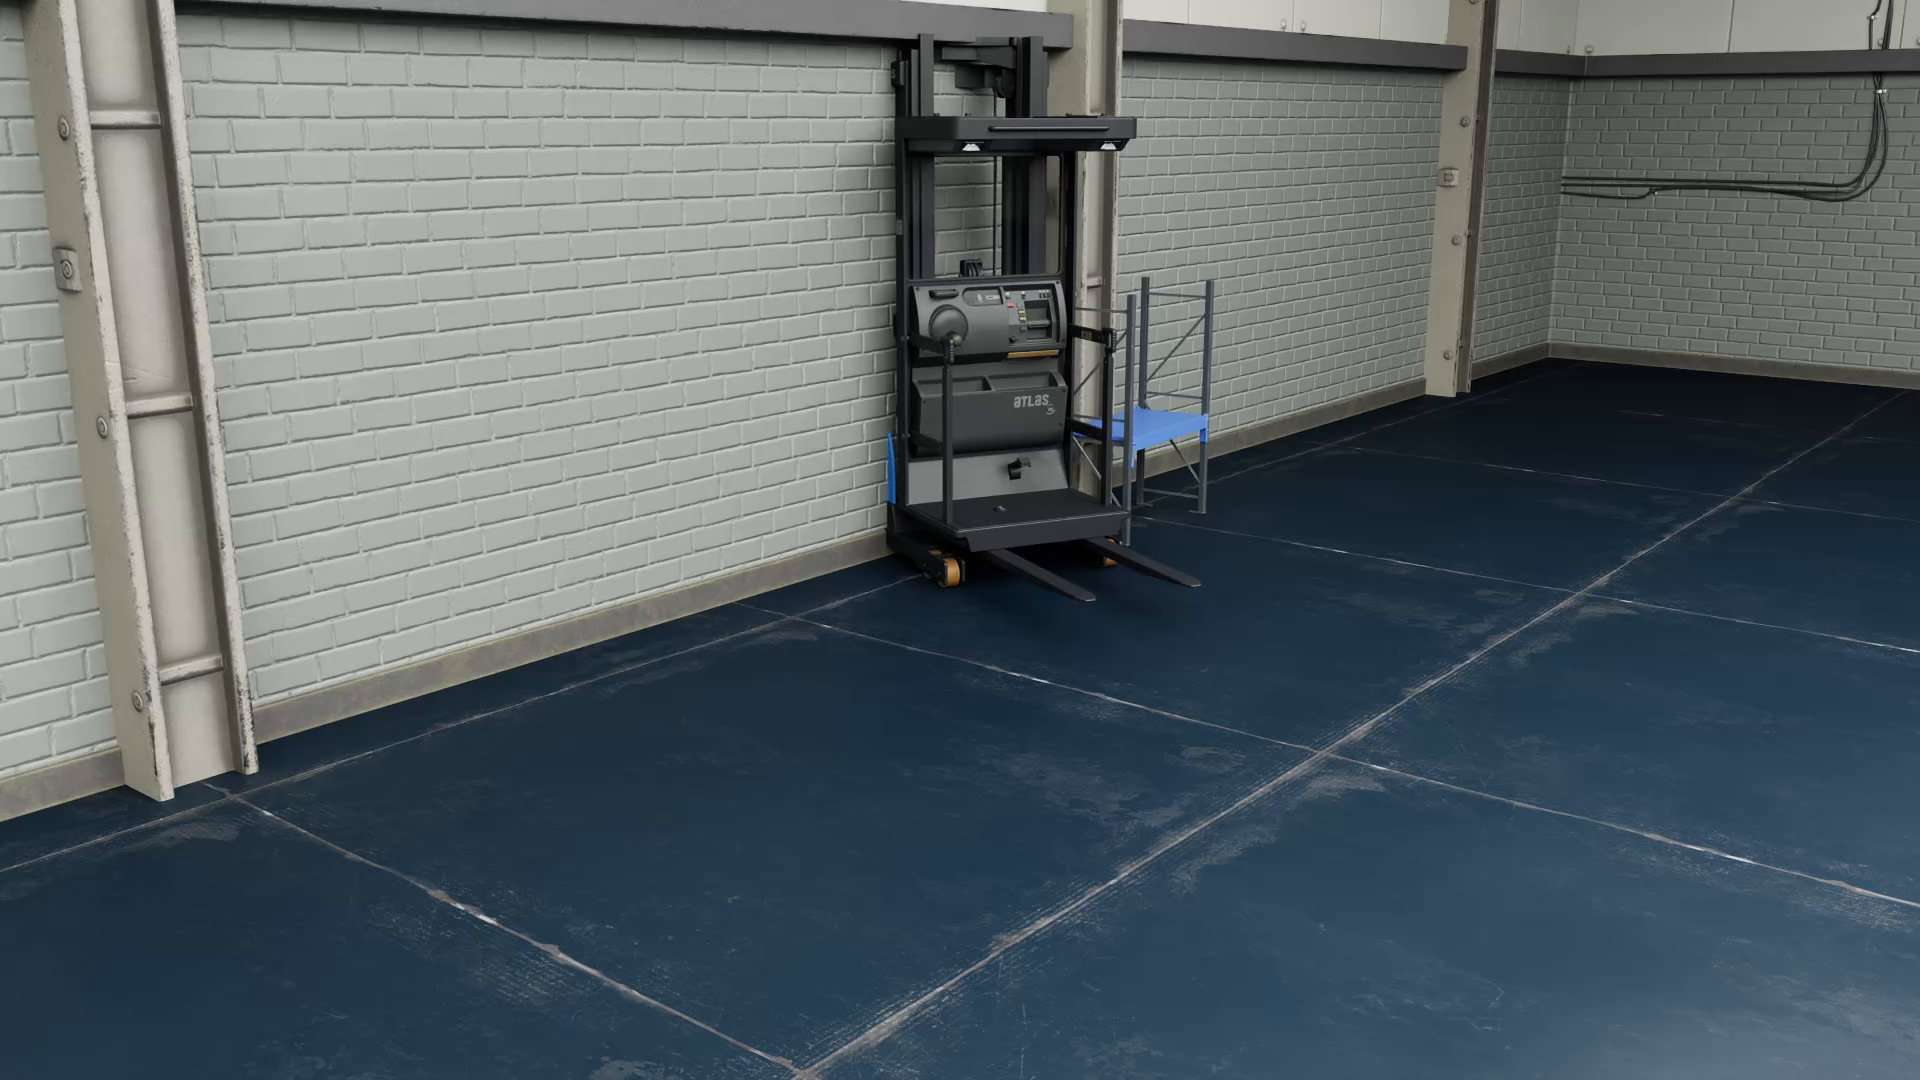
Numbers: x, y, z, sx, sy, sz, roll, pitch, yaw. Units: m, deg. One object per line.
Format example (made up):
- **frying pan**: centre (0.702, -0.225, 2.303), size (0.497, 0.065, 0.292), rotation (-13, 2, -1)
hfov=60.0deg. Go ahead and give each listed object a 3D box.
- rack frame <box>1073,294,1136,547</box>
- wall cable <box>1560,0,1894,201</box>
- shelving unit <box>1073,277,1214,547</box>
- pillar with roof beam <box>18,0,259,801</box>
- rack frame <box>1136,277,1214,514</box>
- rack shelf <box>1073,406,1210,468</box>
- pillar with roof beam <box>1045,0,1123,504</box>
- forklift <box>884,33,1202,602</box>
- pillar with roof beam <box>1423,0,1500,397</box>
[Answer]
- **rack frame**: centre (0.806, -0.725, 9.931), size (0.500, 1.500, 0.032), rotation (10, 17, 33)
- **wall cable**: centre (7.422, -4.592, 16.228), size (3.097, 2.526, 0.112), rotation (11, 18, 38)
- **shelving unit**: centre (1.094, -0.828, 10.337), size (0.538, 1.500, 1.048), rotation (10, 17, 33)
- **pillar with roof beam**: centre (0.348, -2.773, 2.761), size (9.100, 9.000, 0.400), rotation (11, 18, 38)
- **rack frame**: centre (1.382, -0.931, 10.743), size (0.500, 1.500, 0.032), rotation (10, 17, 33)
- **rack shelf**: centre (1.094, -0.654, 10.381), size (0.538, 0.185, 1.000), rotation (10, 17, 33)
- **pillar with roof beam**: centre (4.119, -3.922, 7.284), size (9.100, 9.000, 0.400), rotation (11, 18, 38)
- **forklift**: centre (0.266, -1.281, 9.213), size (1.130, 2.935, 3.031), rotation (-7, 16, -24)
- **pillar with roof beam**: centre (7.890, -5.071, 11.807), size (9.100, 9.000, 0.400), rotation (11, 18, 38)
